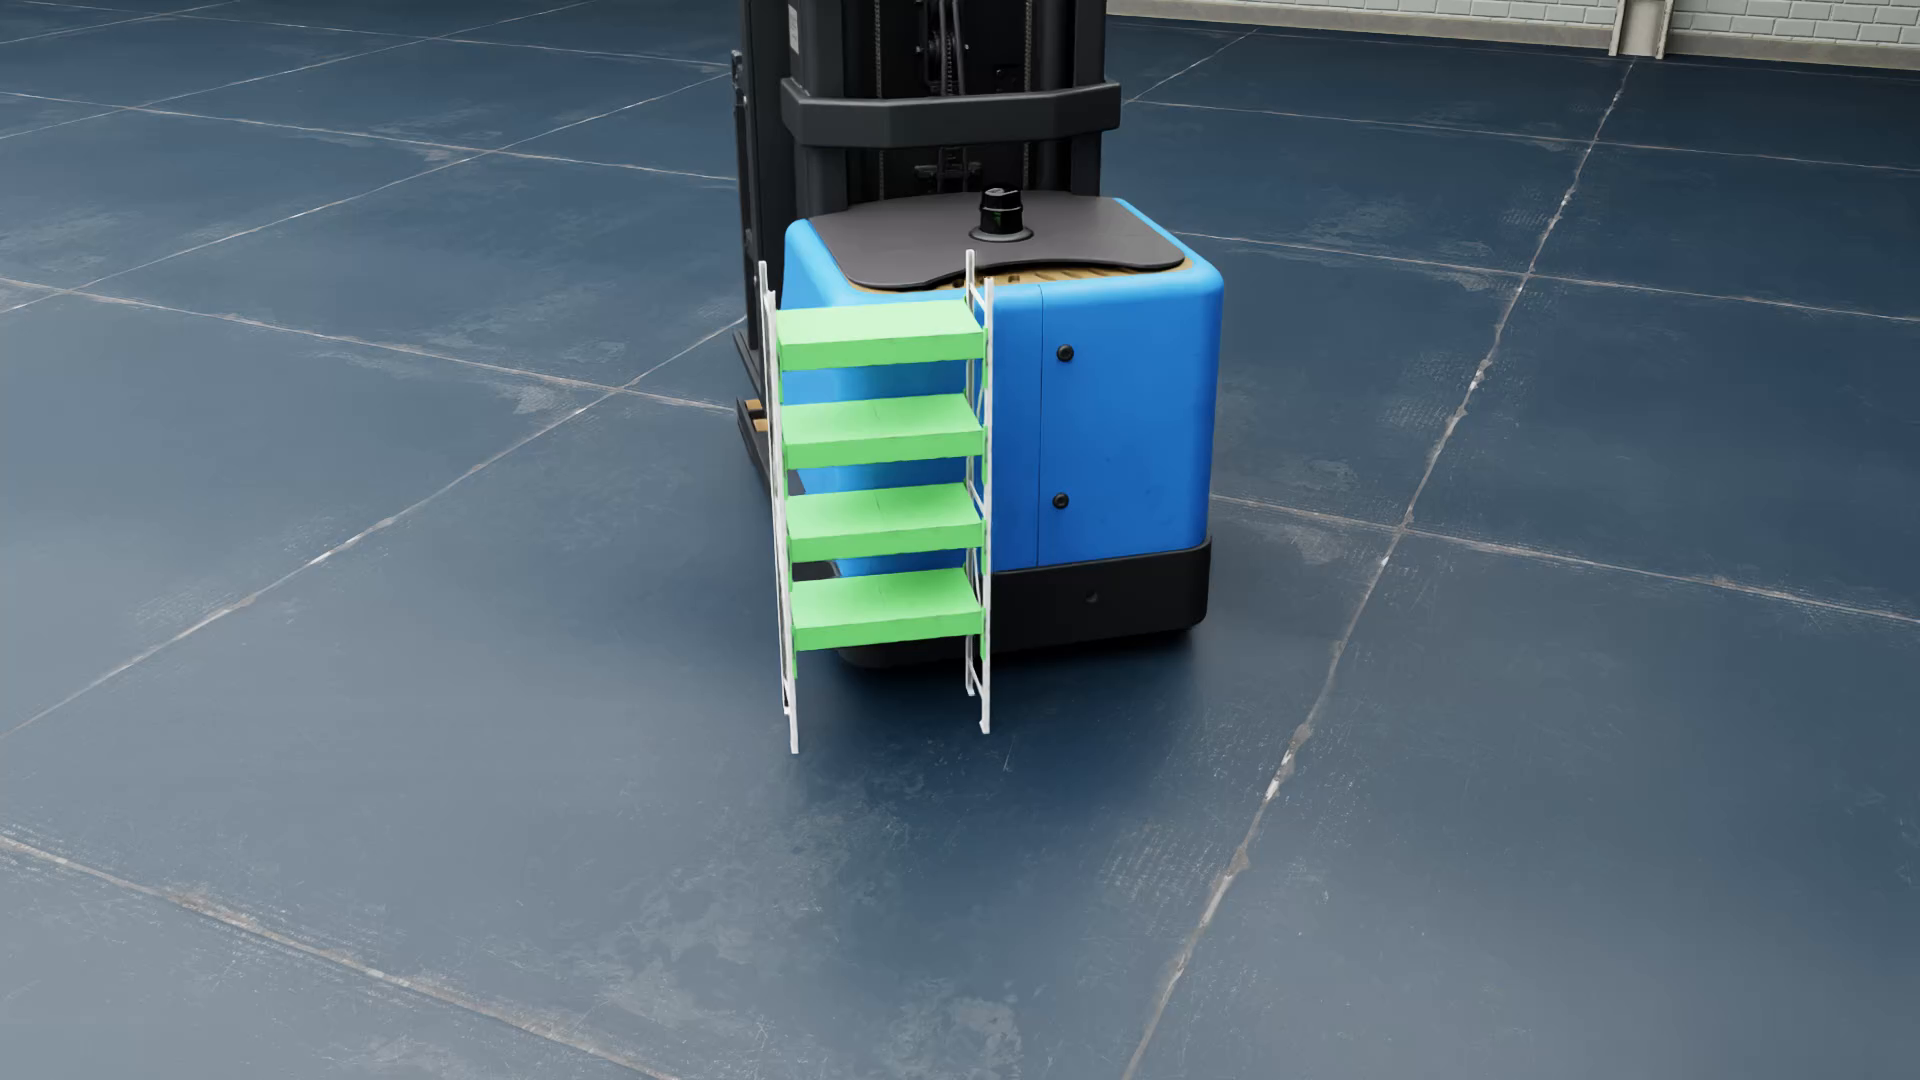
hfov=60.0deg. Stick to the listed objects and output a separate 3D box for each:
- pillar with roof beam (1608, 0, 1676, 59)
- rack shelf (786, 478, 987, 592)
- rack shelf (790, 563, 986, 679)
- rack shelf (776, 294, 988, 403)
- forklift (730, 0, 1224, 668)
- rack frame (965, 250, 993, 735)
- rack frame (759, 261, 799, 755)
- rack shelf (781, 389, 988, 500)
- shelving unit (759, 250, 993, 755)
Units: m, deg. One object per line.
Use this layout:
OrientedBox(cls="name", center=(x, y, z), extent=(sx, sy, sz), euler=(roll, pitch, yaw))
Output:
OrientedBox(cls="pillar with roof beam", center=(3.485, -6.087, 7.426), extent=(0.400, 9.000, 9.100), euler=(11, 28, 22))
OrientedBox(cls="rack shelf", center=(-0.195, -0.017, 4.070), extent=(0.480, 0.148, 0.258), euler=(-5, 27, -10))
OrientedBox(cls="rack shelf", center=(-0.195, 0.199, 4.176), extent=(0.480, 0.148, 0.258), euler=(-5, 27, -10))
OrientedBox(cls="rack shelf", center=(-0.195, -0.447, 3.858), extent=(0.480, 0.148, 0.258), euler=(-5, 27, -10))
OrientedBox(cls="forklift", center=(-0.173, -1.606, 5.193), extent=(1.130, 2.935, 3.031), euler=(-7, 27, -13))
OrientedBox(cls="rack frame", center=(0.045, -0.094, 4.083), extent=(0.015, 1.200, 0.240), euler=(-5, 27, -10))
OrientedBox(cls="rack frame", center=(-0.434, -0.053, 4.000), extent=(0.015, 1.200, 0.240), euler=(-5, 27, -10))
OrientedBox(cls="rack shelf", center=(-0.195, -0.232, 3.964), extent=(0.480, 0.148, 0.258), euler=(-5, 27, -10))
OrientedBox(cls="shelving unit", center=(-0.195, -0.074, 4.042), extent=(0.503, 1.200, 0.258), euler=(-5, 27, -10))
